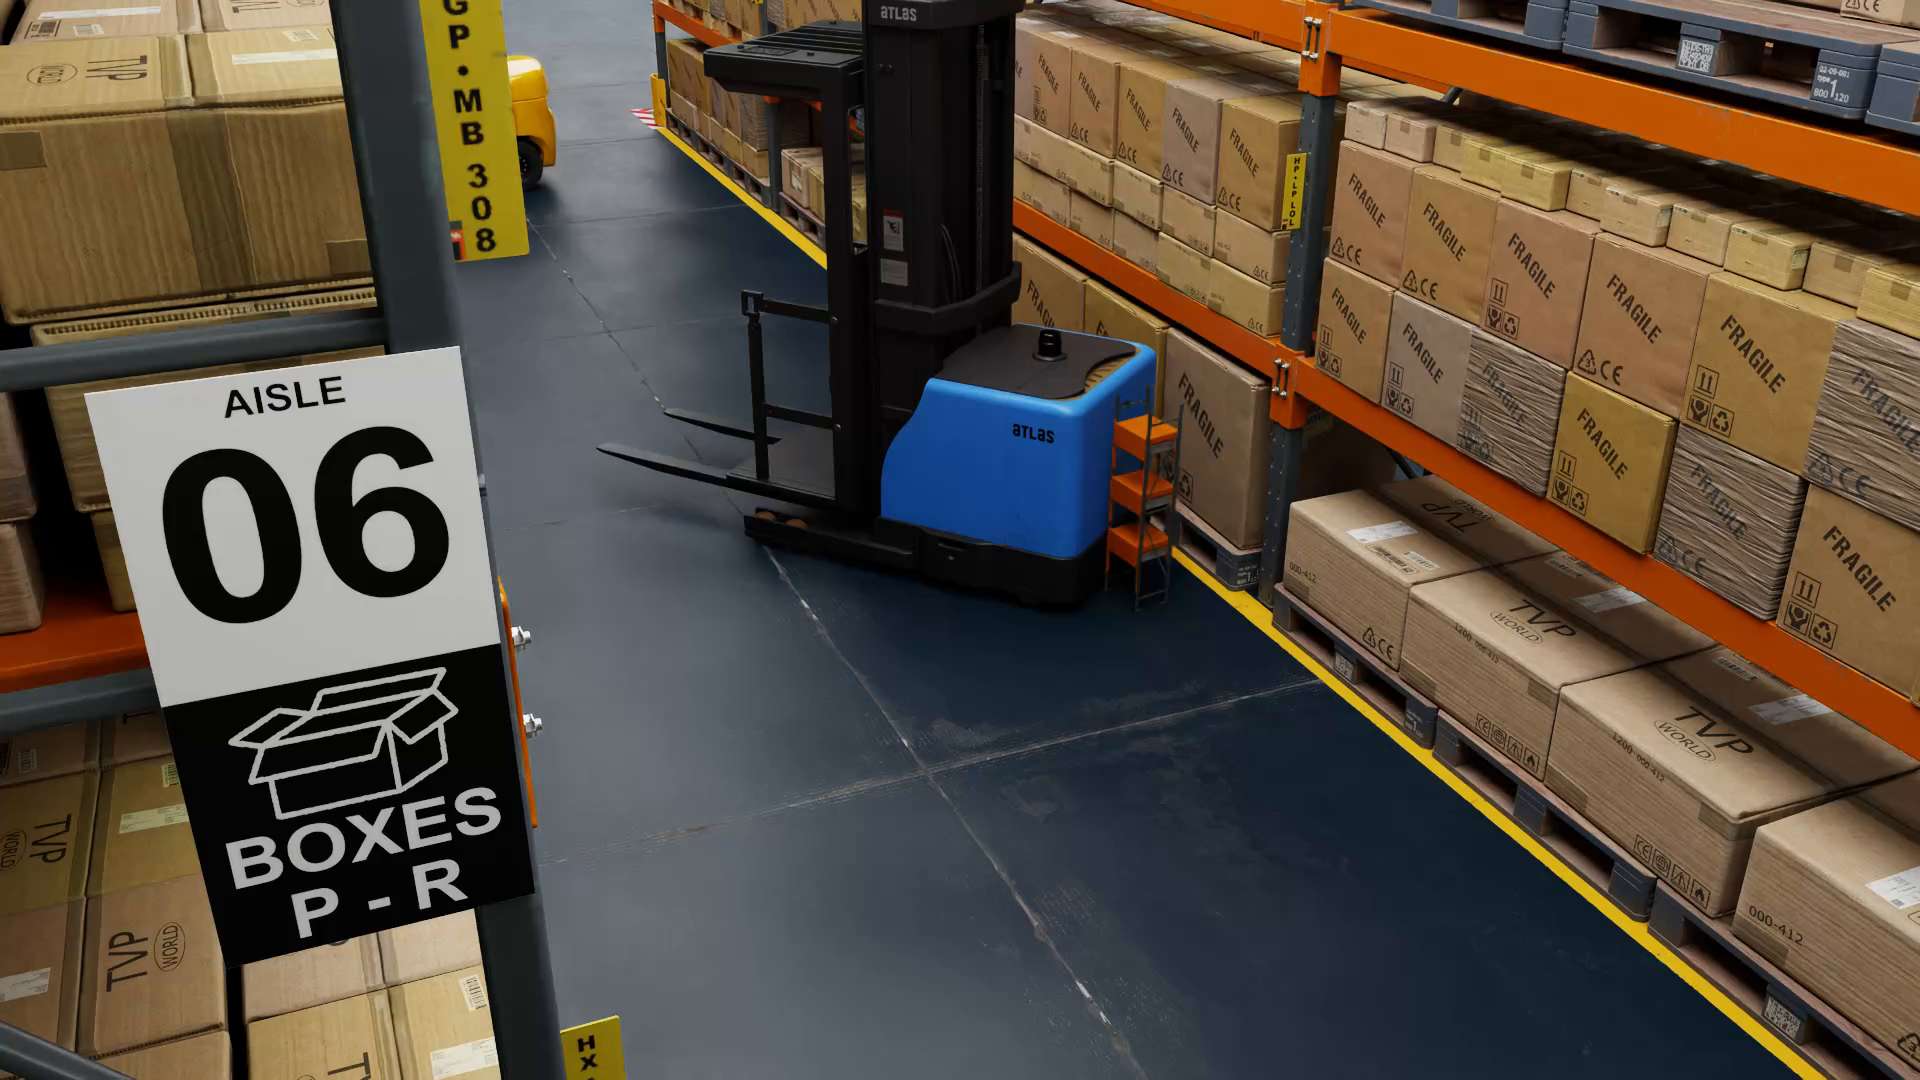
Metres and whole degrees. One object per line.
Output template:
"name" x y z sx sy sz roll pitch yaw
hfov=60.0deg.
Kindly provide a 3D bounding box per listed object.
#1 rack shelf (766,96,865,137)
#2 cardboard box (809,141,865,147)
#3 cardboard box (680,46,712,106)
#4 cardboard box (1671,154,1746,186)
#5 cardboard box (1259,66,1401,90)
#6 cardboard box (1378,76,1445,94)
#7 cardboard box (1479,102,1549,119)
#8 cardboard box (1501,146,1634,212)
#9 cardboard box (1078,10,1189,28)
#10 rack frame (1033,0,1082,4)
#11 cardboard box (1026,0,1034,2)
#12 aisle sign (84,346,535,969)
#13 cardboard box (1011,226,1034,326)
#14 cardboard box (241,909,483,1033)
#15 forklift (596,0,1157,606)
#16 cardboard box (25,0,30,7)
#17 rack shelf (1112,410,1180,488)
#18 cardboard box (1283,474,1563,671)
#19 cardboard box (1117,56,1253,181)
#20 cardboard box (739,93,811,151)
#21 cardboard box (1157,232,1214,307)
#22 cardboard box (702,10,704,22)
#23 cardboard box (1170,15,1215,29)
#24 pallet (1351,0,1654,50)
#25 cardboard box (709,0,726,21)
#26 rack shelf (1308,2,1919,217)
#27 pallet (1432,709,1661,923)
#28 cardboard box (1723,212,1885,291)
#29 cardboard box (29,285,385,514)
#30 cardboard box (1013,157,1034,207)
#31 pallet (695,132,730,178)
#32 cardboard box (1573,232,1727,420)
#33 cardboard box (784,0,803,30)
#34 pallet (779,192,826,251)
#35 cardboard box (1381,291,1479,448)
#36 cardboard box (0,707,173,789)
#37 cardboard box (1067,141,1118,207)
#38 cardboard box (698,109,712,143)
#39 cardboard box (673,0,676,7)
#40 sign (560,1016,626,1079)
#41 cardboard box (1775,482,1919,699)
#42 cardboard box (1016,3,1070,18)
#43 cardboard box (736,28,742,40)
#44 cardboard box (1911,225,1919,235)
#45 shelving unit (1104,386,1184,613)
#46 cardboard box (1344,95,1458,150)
"rack shelf" -0.410 -3.214 12.734 1.077 0.370 4.000 -11 28 -21
"cardboard box" -1.176 -3.582 15.324 0.500 0.250 0.500 -12 28 -23
"cardboard box" -2.480 -4.657 16.669 0.500 0.500 0.500 -12 28 -23
"cardboard box" 2.795 -1.304 6.010 0.380 0.149 0.250 -11 28 -22
"cardboard box" 1.807 -2.037 8.250 0.500 0.500 0.500 -11 28 -21
"cardboard box" 4.022 -3.789 15.176 1.050 0.750 0.750 -11 28 -21
"cardboard box" 2.356 -1.706 6.833 0.380 0.149 0.250 -10 28 -19
"cardboard box" 2.197 -1.309 6.019 0.380 0.149 0.250 -11 28 -22
"cardboard box" 1.025 -2.855 9.924 0.500 0.500 0.500 -10 28 -20
"rack frame" 0.373 -2.730 10.922 1.000 3.000 0.127 -11 28 -21
"cardboard box" 0.199 -3.528 11.625 0.500 0.500 0.500 -9 27 -18
"aisle sign" -0.763 0.163 2.034 0.394 0.787 0.004 -11 28 -21
"cardboard box" 0.567 -1.671 10.696 0.875 0.875 0.875 -11 28 -21
"cardboard box" -1.187 0.855 3.412 0.500 0.250 0.500 -10 28 -20
"forklift" -0.548 -1.447 8.373 3.031 2.935 1.130 13 29 25
"cardboard box" -1.394 -0.916 3.051 0.500 0.250 0.500 -11 28 -21
"rack shelf" 0.873 -0.429 7.800 0.215 0.259 0.240 -16 32 -29
"cardboard box" 2.087 0.119 7.528 0.875 0.438 0.875 -11 28 -21
"cardboard box" 1.144 -2.162 8.506 0.500 0.500 0.500 -10 28 -19
"cardboard box" -1.672 -3.828 14.971 0.500 0.500 0.500 -11 28 -21
"cardboard box" 1.333 -1.391 8.352 0.500 0.250 0.500 -11 28 -21
"cardboard box" -2.252 -5.037 15.933 0.380 0.149 0.250 -11 28 -22
"cardboard box" 2.783 -5.099 17.718 0.875 0.875 0.875 -10 28 -20
"pallet" 2.250 -2.091 6.296 1.003 0.211 1.213 -11 28 -21
"cardboard box" -2.012 -5.075 15.273 0.500 0.500 0.500 -10 28 -19
"rack shelf" 2.723 -1.332 5.461 1.077 0.370 4.000 -11 28 -21
"pallet" 2.647 0.952 6.560 1.003 0.211 1.213 -11 28 -21
"cardboard box" 2.631 -0.902 5.186 0.380 0.149 0.250 -10 28 -19
"cardboard box" -0.982 -0.286 2.330 0.500 0.250 0.500 -11 28 -21
"cardboard box" 0.550 -2.217 10.044 0.500 0.250 0.500 -11 28 -22
"pallet" -1.971 -3.850 16.395 1.003 0.211 1.213 -11 28 -21
"cardboard box" 2.481 -0.758 5.630 0.500 0.500 0.500 -11 28 -21
"cardboard box" -1.077 -4.271 13.148 0.500 0.500 0.500 -10 28 -20
"pallet" -0.887 -2.778 14.198 1.003 0.211 1.213 -11 28 -21
"cardboard box" 2.076 -0.722 6.695 0.500 0.500 0.500 -10 28 -20
"cardboard box" -2.079 0.527 4.083 0.500 0.250 0.500 -11 28 -21
"cardboard box" 0.916 -2.021 9.072 0.500 0.250 0.500 -10 28 -20
"cardboard box" -2.280 -4.114 16.413 0.500 0.250 0.500 -9 27 -17
"cardboard box" -2.676 -5.453 16.787 0.380 0.149 0.250 -12 28 -22
"sign" -0.561 0.872 2.559 0.100 0.325 0.005 -11 28 -21
"cardboard box" 2.891 0.100 5.012 0.500 0.500 0.500 -11 28 -22
"cardboard box" 0.341 -2.983 10.187 0.500 0.500 0.500 -12 28 -22
"cardboard box" -1.819 -4.630 15.101 0.380 0.149 0.250 -11 28 -21
"cardboard box" 3.186 -0.895 5.172 0.380 0.149 0.250 -10 28 -20
"shelving unit" 0.869 -0.187 7.926 0.215 1.050 0.252 -16 32 -29
"cardboard box" 1.824 -1.729 6.879 0.380 0.149 0.250 -11 28 -21
